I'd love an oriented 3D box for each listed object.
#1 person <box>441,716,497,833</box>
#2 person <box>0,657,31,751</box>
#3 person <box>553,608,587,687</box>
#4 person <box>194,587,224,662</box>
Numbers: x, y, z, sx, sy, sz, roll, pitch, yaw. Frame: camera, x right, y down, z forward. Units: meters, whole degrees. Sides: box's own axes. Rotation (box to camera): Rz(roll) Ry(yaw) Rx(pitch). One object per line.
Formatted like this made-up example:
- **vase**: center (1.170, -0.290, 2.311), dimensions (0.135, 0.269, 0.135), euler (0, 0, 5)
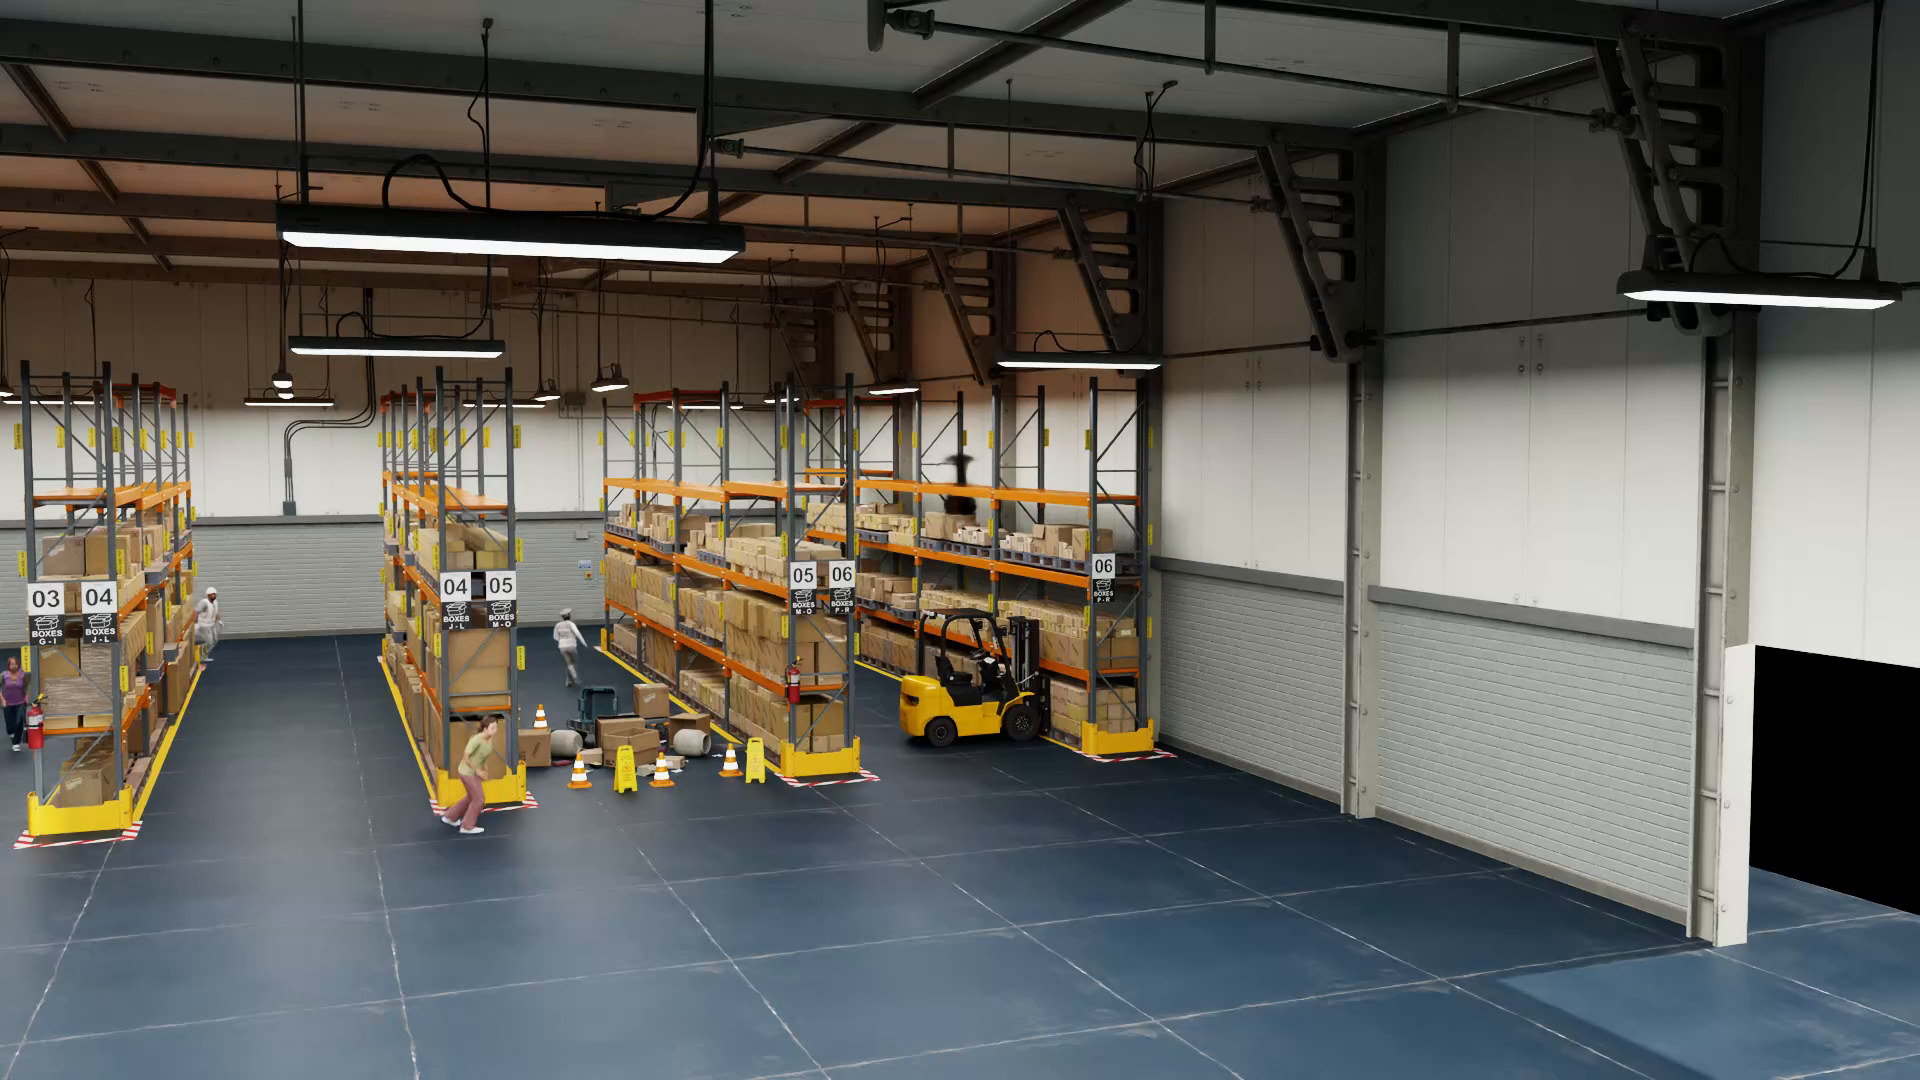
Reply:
- **person**: center (-6.230, 2.976, 21.120), dimensions (0.831, 1.512, 0.603), euler (0, 3, 5)
- **person**: center (-15.248, 2.634, 26.789), dimensions (0.539, 1.526, 0.581), euler (-2, 4, -32)
- **person**: center (-7.895, 2.205, 33.581), dimensions (0.713, 1.628, 0.595), euler (0, 3, 1)
- **person**: center (-16.919, 1.906, 37.288), dimensions (0.635, 1.690, 0.735), euler (0, 3, 2)
